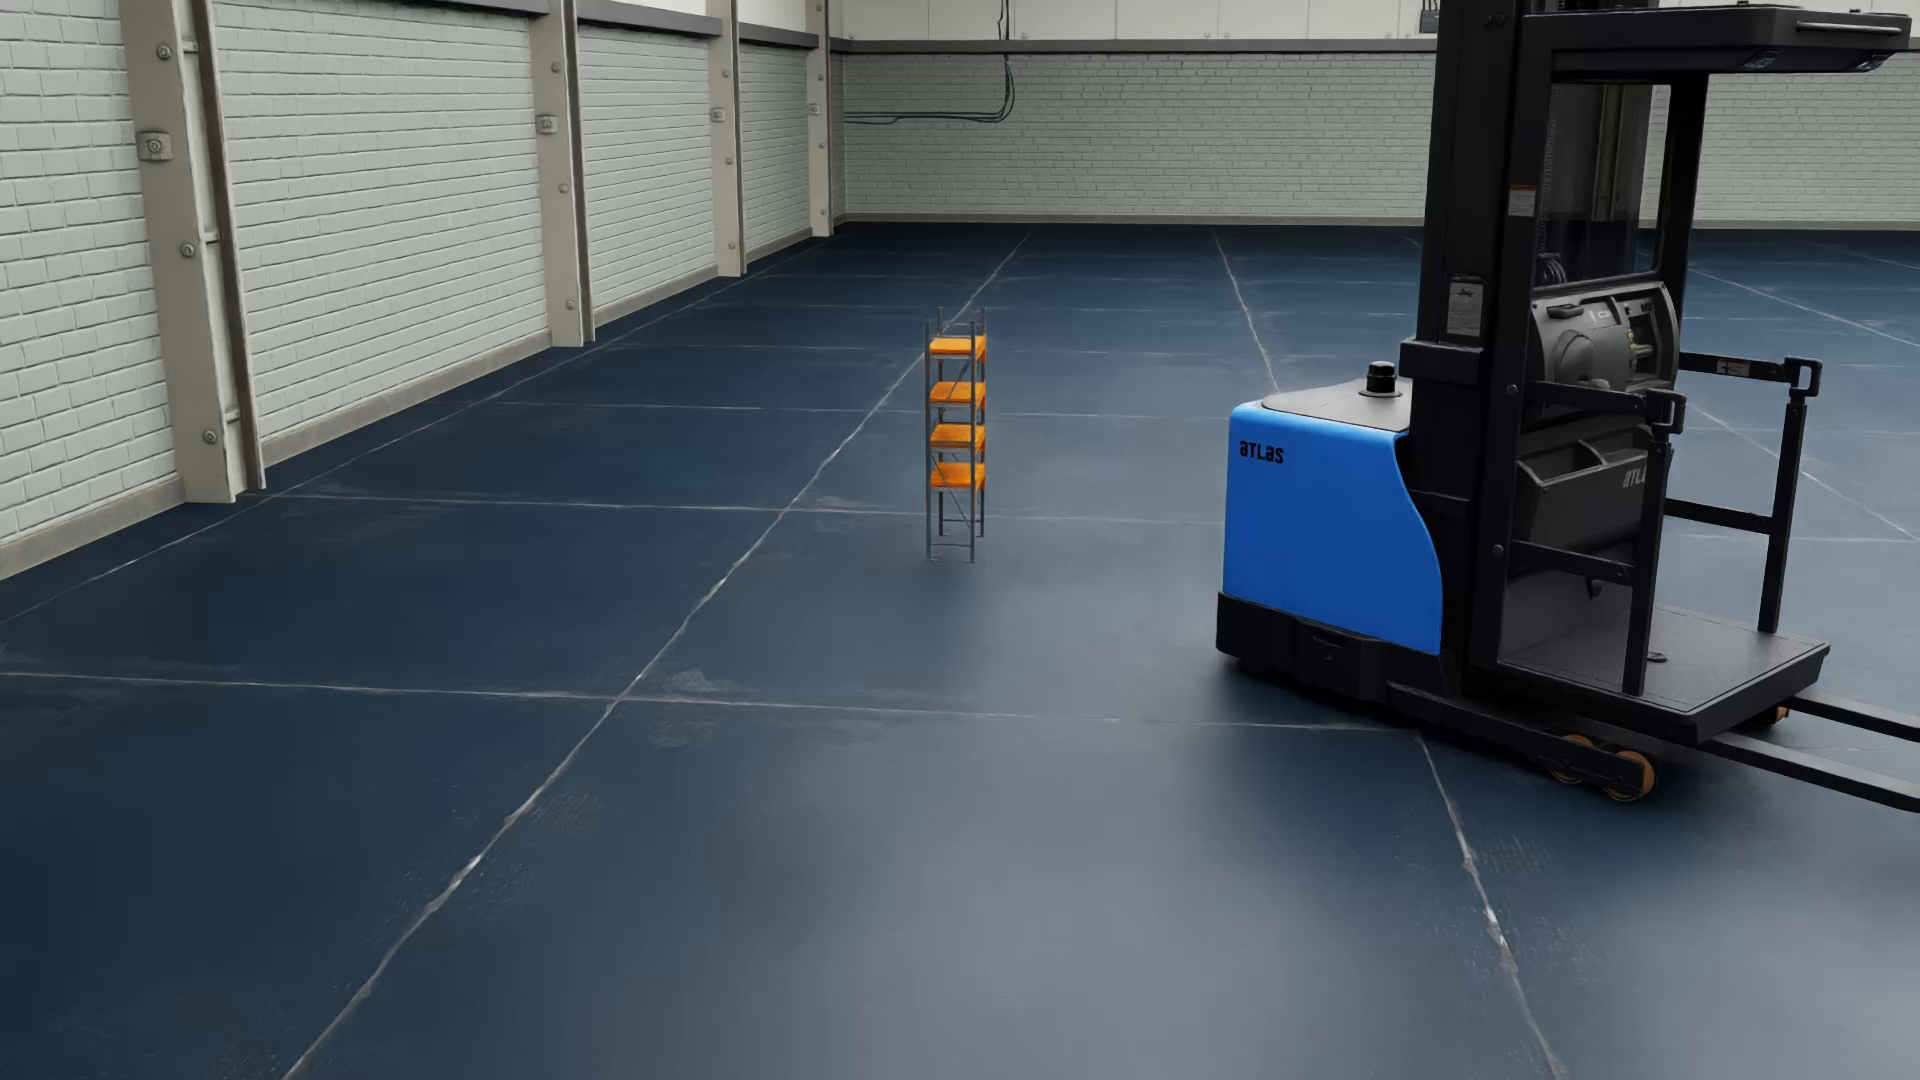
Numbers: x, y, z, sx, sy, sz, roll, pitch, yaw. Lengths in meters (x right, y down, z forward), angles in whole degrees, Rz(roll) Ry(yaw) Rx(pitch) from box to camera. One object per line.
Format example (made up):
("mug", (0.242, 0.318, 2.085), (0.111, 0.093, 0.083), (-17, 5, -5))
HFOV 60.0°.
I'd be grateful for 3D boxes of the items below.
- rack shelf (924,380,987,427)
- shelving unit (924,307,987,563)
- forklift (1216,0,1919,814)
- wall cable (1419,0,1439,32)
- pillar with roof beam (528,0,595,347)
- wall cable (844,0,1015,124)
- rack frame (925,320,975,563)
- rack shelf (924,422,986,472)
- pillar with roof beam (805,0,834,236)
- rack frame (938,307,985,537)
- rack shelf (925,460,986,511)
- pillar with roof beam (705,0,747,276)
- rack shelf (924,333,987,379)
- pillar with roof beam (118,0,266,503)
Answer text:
("rack shelf", (-0.019, -0.687, 8.306), (0.258, 0.148, 0.480), (2, 15, 6))
("shelving unit", (-0.019, -0.536, 8.347), (0.258, 1.200, 0.503), (2, 15, 6))
("forklift", (2.390, -0.701, 5.641), (1.130, 2.935, 3.031), (-13, 20, -39))
("wall cable", (8.843, -11.360, 26.918), (2.305, 6.003, 0.169), (2, 15, 6))
("pillar with roof beam", (0.689, -6.037, 13.750), (9.100, 9.000, 0.400), (2, 15, 6))
("wall cable", (-0.588, -8.503, 28.816), (3.097, 2.526, 0.112), (2, 15, 6))
("rack frame", (-0.046, -0.473, 8.113), (0.240, 1.200, 0.015), (2, 15, 6))
("rack shelf", (-0.019, -0.471, 8.364), (0.258, 0.148, 0.480), (2, 15, 6))
("pillar with roof beam", (2.043, -9.150, 25.260), (9.100, 9.000, 0.400), (2, 15, 6))
("rack frame", (0.009, -0.600, 8.581), (0.240, 1.200, 0.015), (2, 15, 6))
("rack shelf", (-0.019, -0.280, 8.416), (0.258, 0.148, 0.480), (2, 15, 6))
("pillar with roof beam", (1.366, -7.594, 19.505), (9.100, 9.000, 0.400), (2, 15, 6))
("rack shelf", (-0.019, -0.916, 8.244), (0.258, 0.148, 0.480), (2, 15, 6))
("pillar with roof beam", (0.012, -4.481, 7.995), (9.100, 9.000, 0.400), (2, 15, 6))
